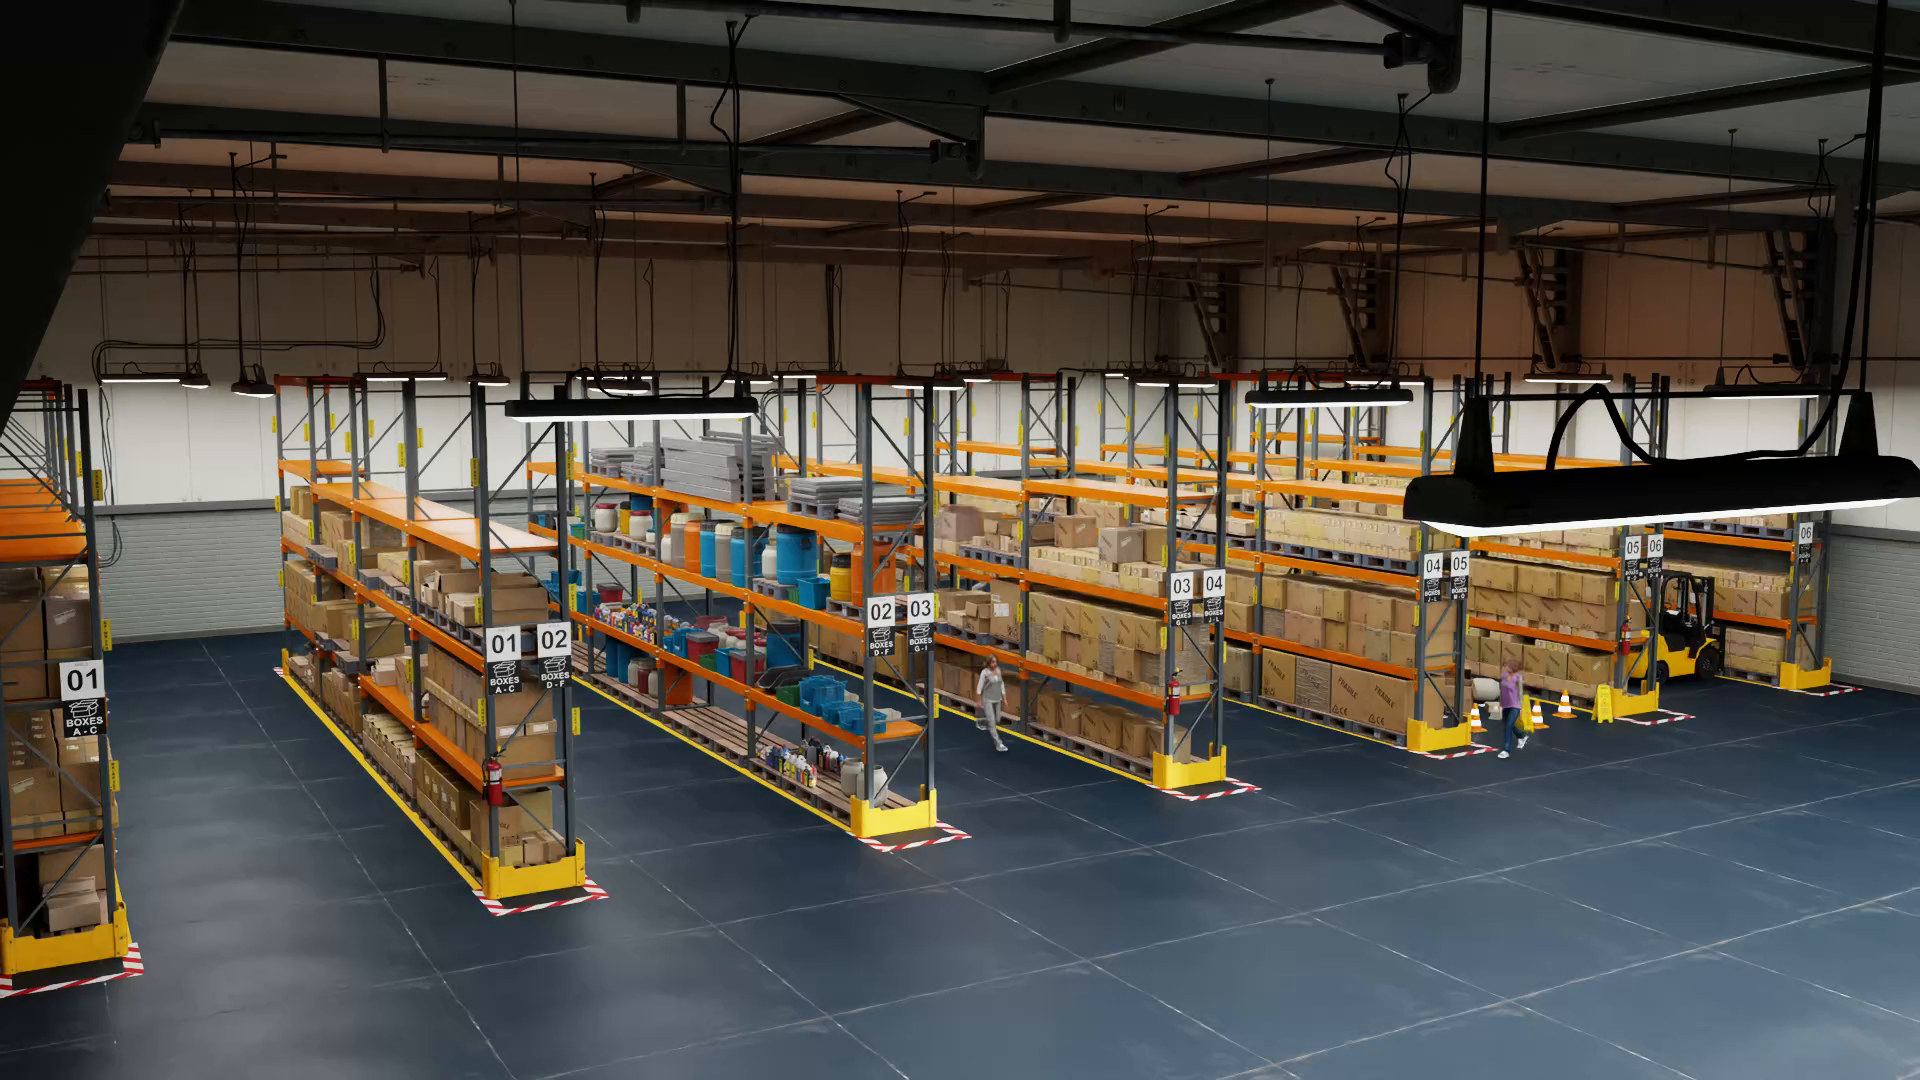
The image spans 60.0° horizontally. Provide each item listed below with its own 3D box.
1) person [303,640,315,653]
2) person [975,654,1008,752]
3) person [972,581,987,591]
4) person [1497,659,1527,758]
[{"bbox_3d":[-13.275,1.692,34.734,0.833,1.659,0.545,-4,7,-33],"label":"person"},{"bbox_3d":[0.548,2.592,26.833,0.432,1.510,0.964,-6,9,-43],"label":"person"},{"bbox_3d":[0.434,0.754,42.874,0.635,1.763,0.627,-1,6,-10],"label":"person"},{"bbox_3d":[8.812,2.647,26.466,0.819,1.563,0.426,-4,8,-34],"label":"person"}]
